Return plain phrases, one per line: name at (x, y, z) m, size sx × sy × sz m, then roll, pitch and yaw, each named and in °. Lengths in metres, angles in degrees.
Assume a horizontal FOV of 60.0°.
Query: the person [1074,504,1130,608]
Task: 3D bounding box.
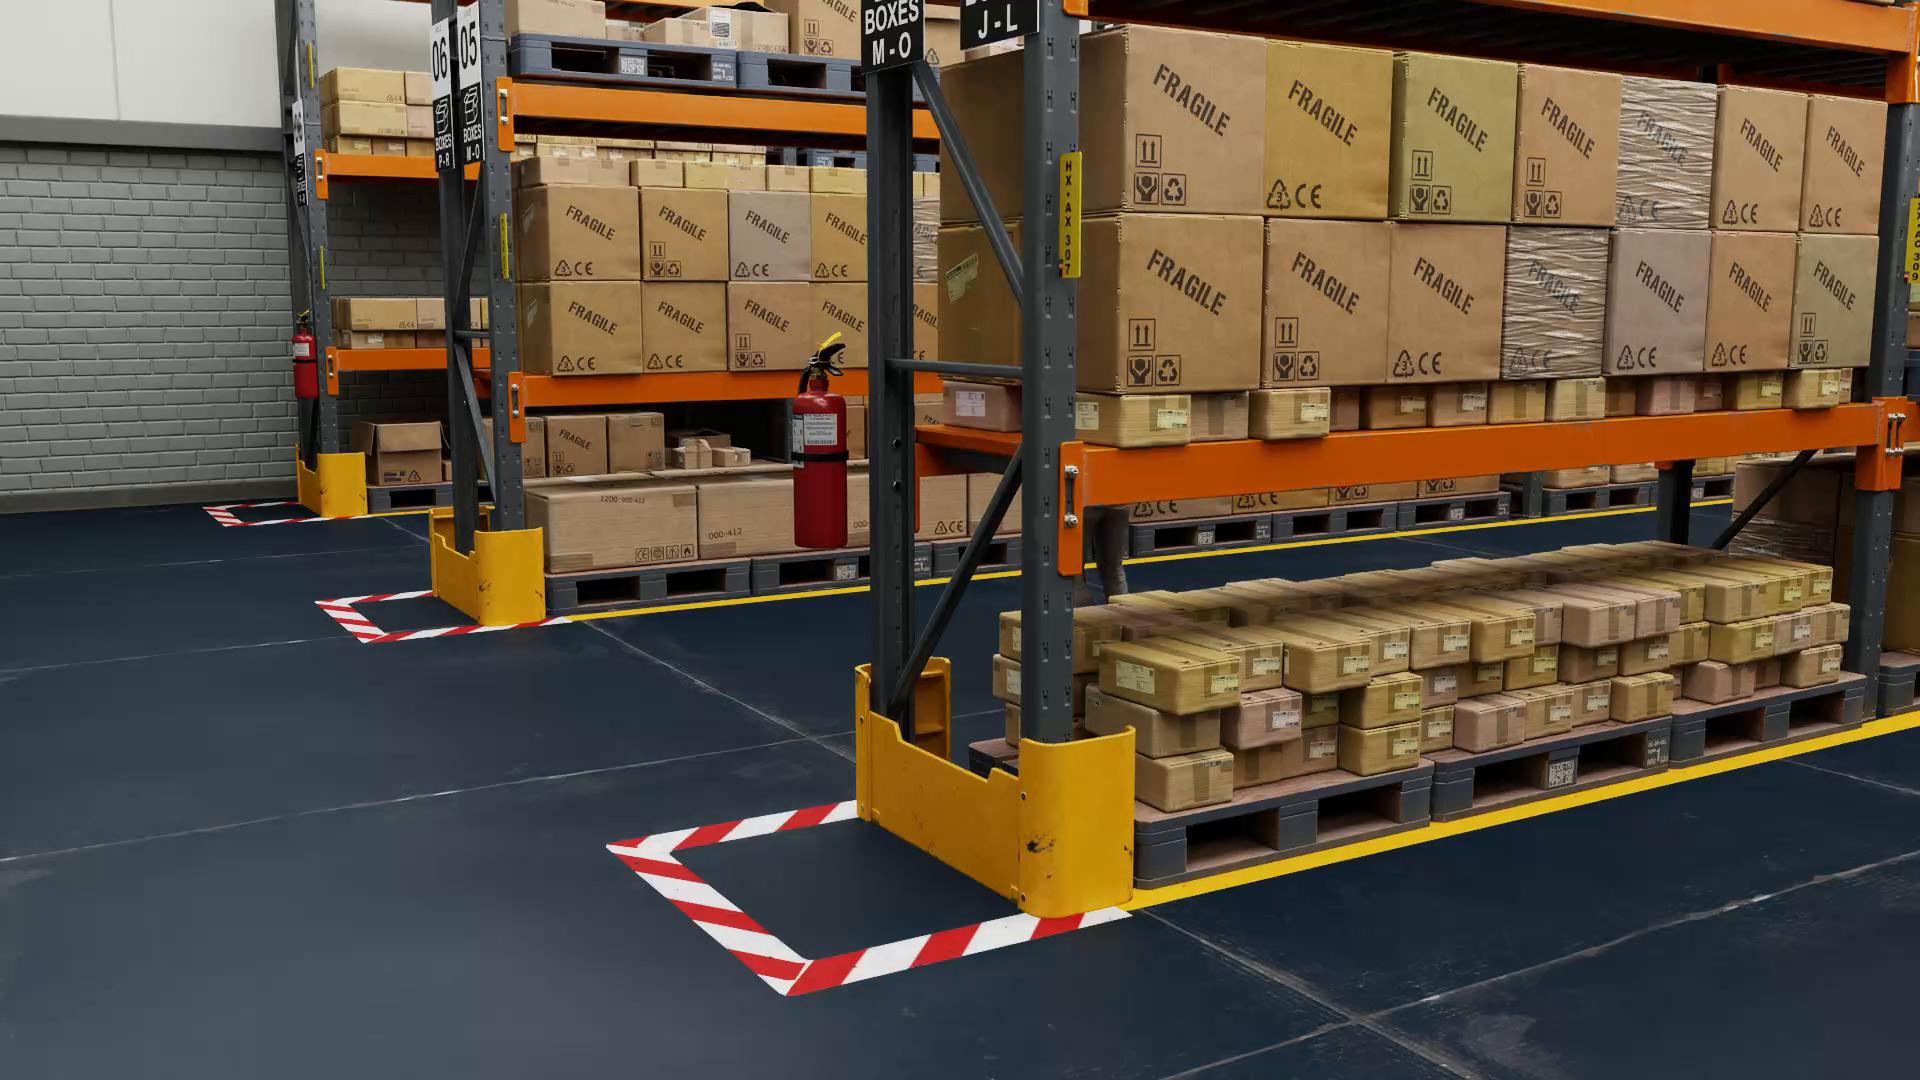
person at (0.597, -0.182, 7.606) m, size 0.484 × 1.594 × 0.370 m, roll -6°, pitch 10°, yaw -34°
